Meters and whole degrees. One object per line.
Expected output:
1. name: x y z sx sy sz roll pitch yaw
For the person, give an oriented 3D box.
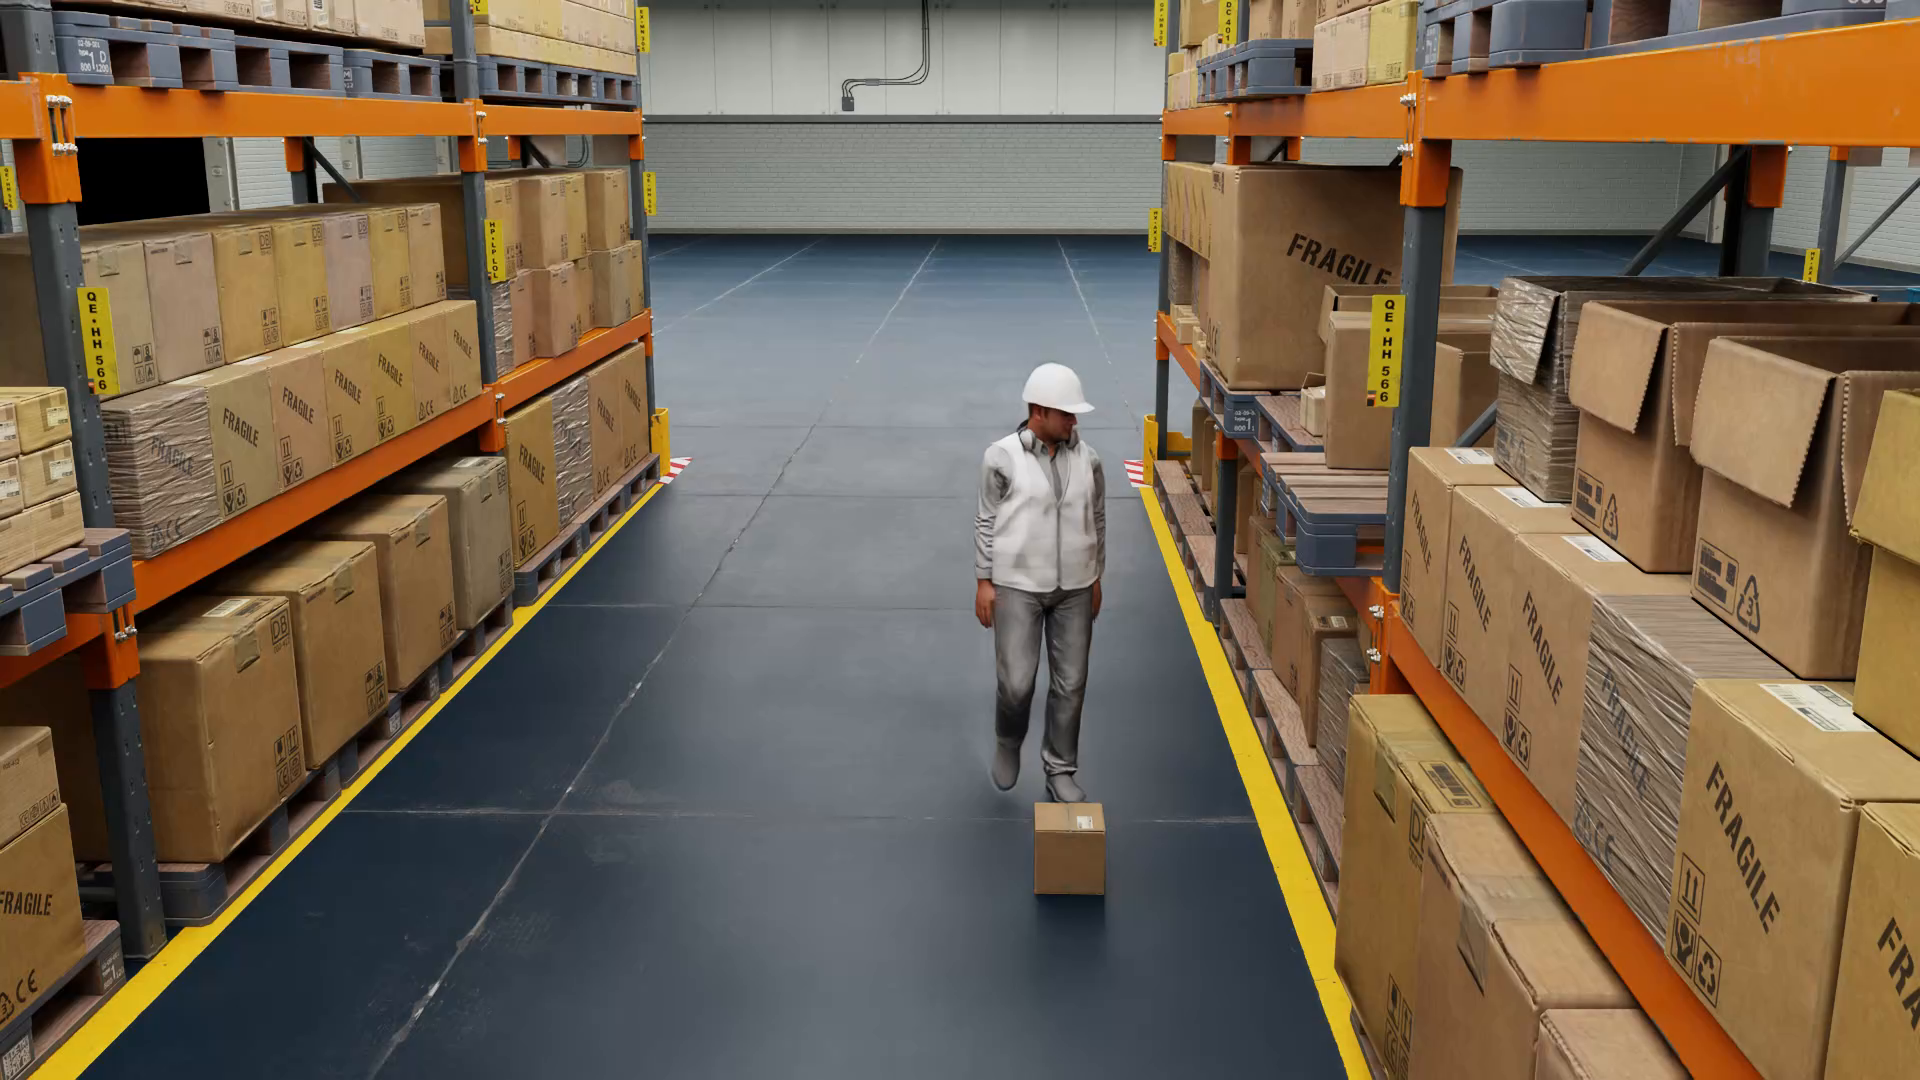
1. person: 0.362 0.220 6.565 0.560 1.821 0.438 -4 14 -17
